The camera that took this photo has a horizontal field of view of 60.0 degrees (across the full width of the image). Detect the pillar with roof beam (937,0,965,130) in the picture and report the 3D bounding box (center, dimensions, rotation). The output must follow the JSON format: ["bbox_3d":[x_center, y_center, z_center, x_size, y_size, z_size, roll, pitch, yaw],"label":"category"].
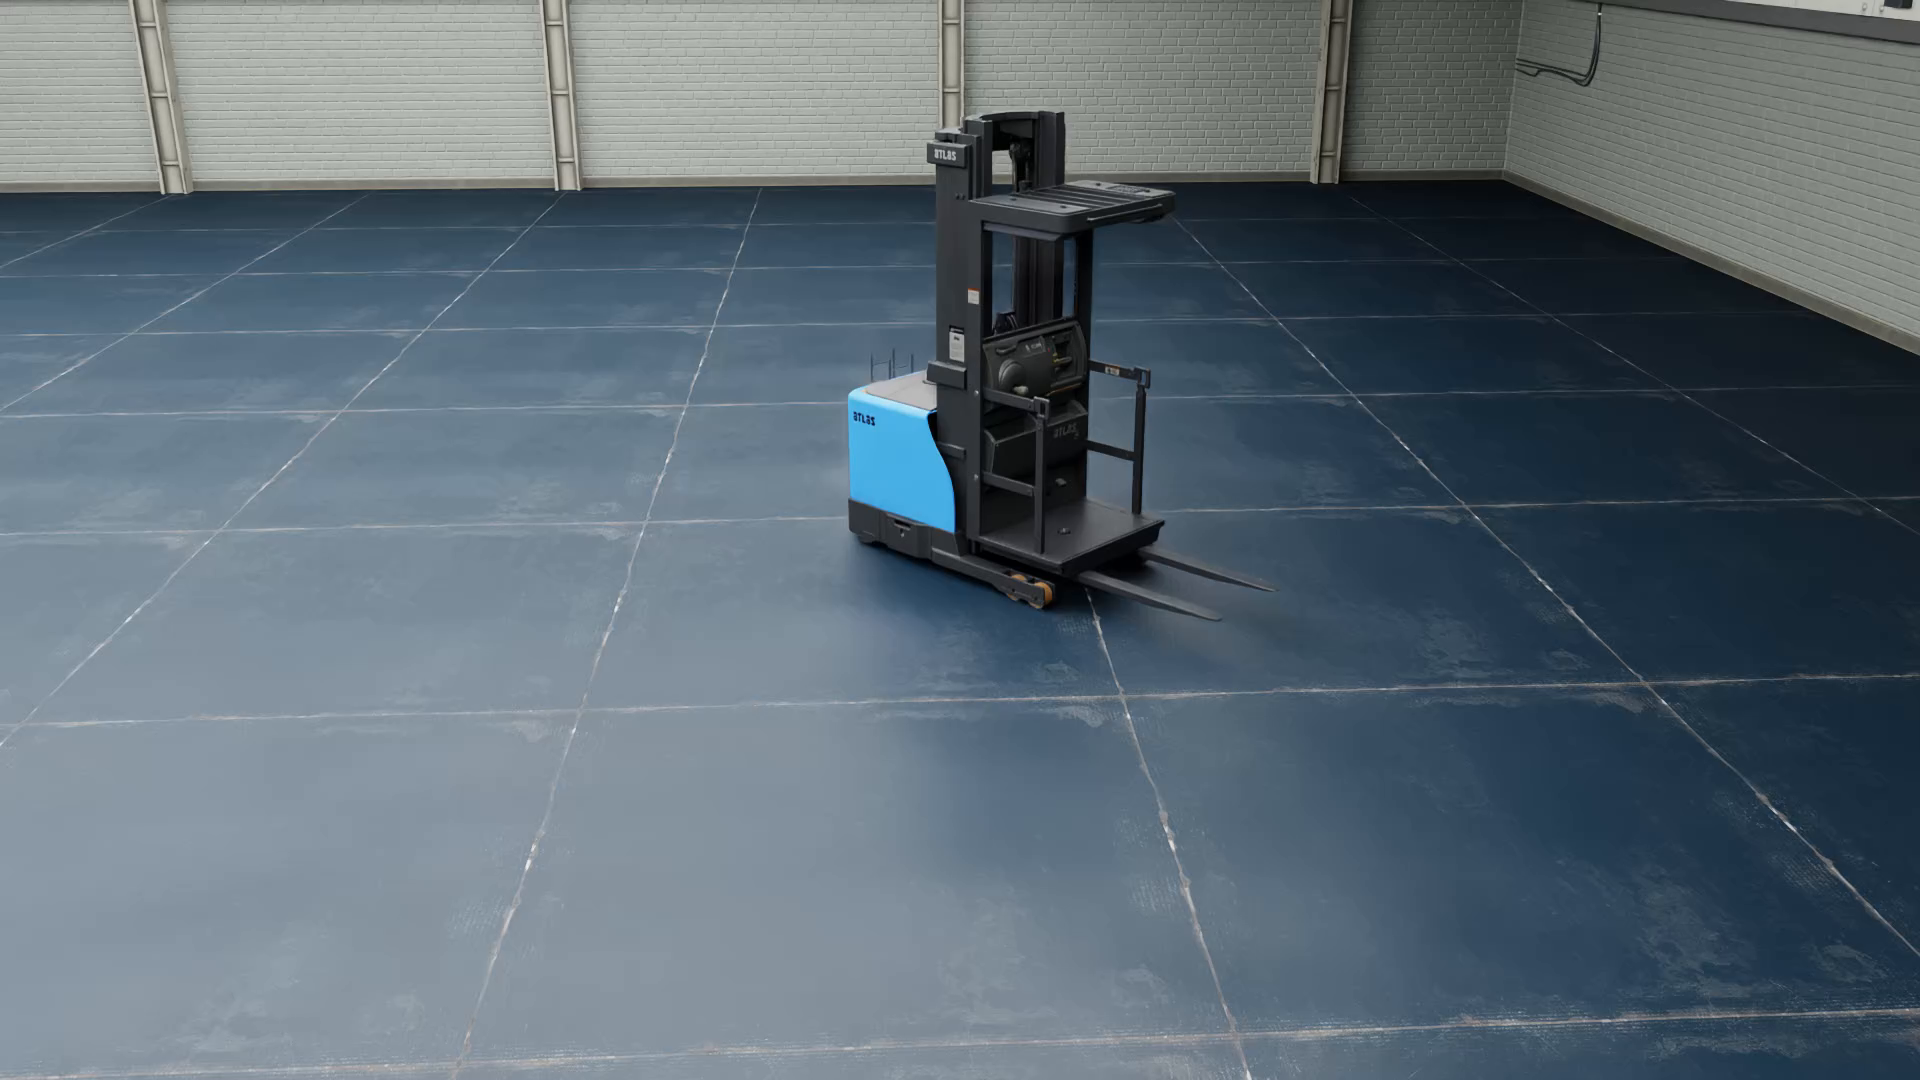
[{"bbox_3d":[0.107,-8.308,20.796,0.400,9.000,9.100,-1,21,-3],"label":"pillar with roof beam"}]

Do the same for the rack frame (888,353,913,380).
[{"bbox_3d":[-0.413,-0.728,11.848,0.006,1.200,0.240,19,28,40],"label":"rack frame"}]

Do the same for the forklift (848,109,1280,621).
[{"bbox_3d":[0.641,-1.146,10.513,3.031,2.935,1.130,19,28,40],"label":"forklift"}]

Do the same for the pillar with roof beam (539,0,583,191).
[{"bbox_3d":[-5.884,-8.186,20.476,0.400,9.000,9.100,-1,21,-3],"label":"pillar with roof beam"}]

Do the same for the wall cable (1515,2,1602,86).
[{"bbox_3d":[8.868,-8.098,24.608,0.112,2.526,3.097,-1,21,-3],"label":"wall cable"}]

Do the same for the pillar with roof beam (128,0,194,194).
[{"bbox_3d":[-11.874,-8.064,20.155,0.400,9.000,9.100,-1,21,-3],"label":"pillar with roof beam"}]

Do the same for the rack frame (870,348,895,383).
[{"bbox_3d":[-0.547,-0.773,11.965,0.006,1.200,0.240,19,28,40],"label":"rack frame"}]

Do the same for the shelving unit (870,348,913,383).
[{"bbox_3d":[-0.480,-0.751,11.906,0.189,1.200,0.258,19,28,40],"label":"shelving unit"}]

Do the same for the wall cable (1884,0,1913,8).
[{"bbox_3d":[9.394,-7.766,14.592,0.169,6.003,2.305,-1,21,-3],"label":"wall cable"}]

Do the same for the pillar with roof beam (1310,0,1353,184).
[{"bbox_3d":[6.097,-8.430,21.116,0.400,9.000,9.100,-1,21,-3],"label":"pillar with roof beam"}]
